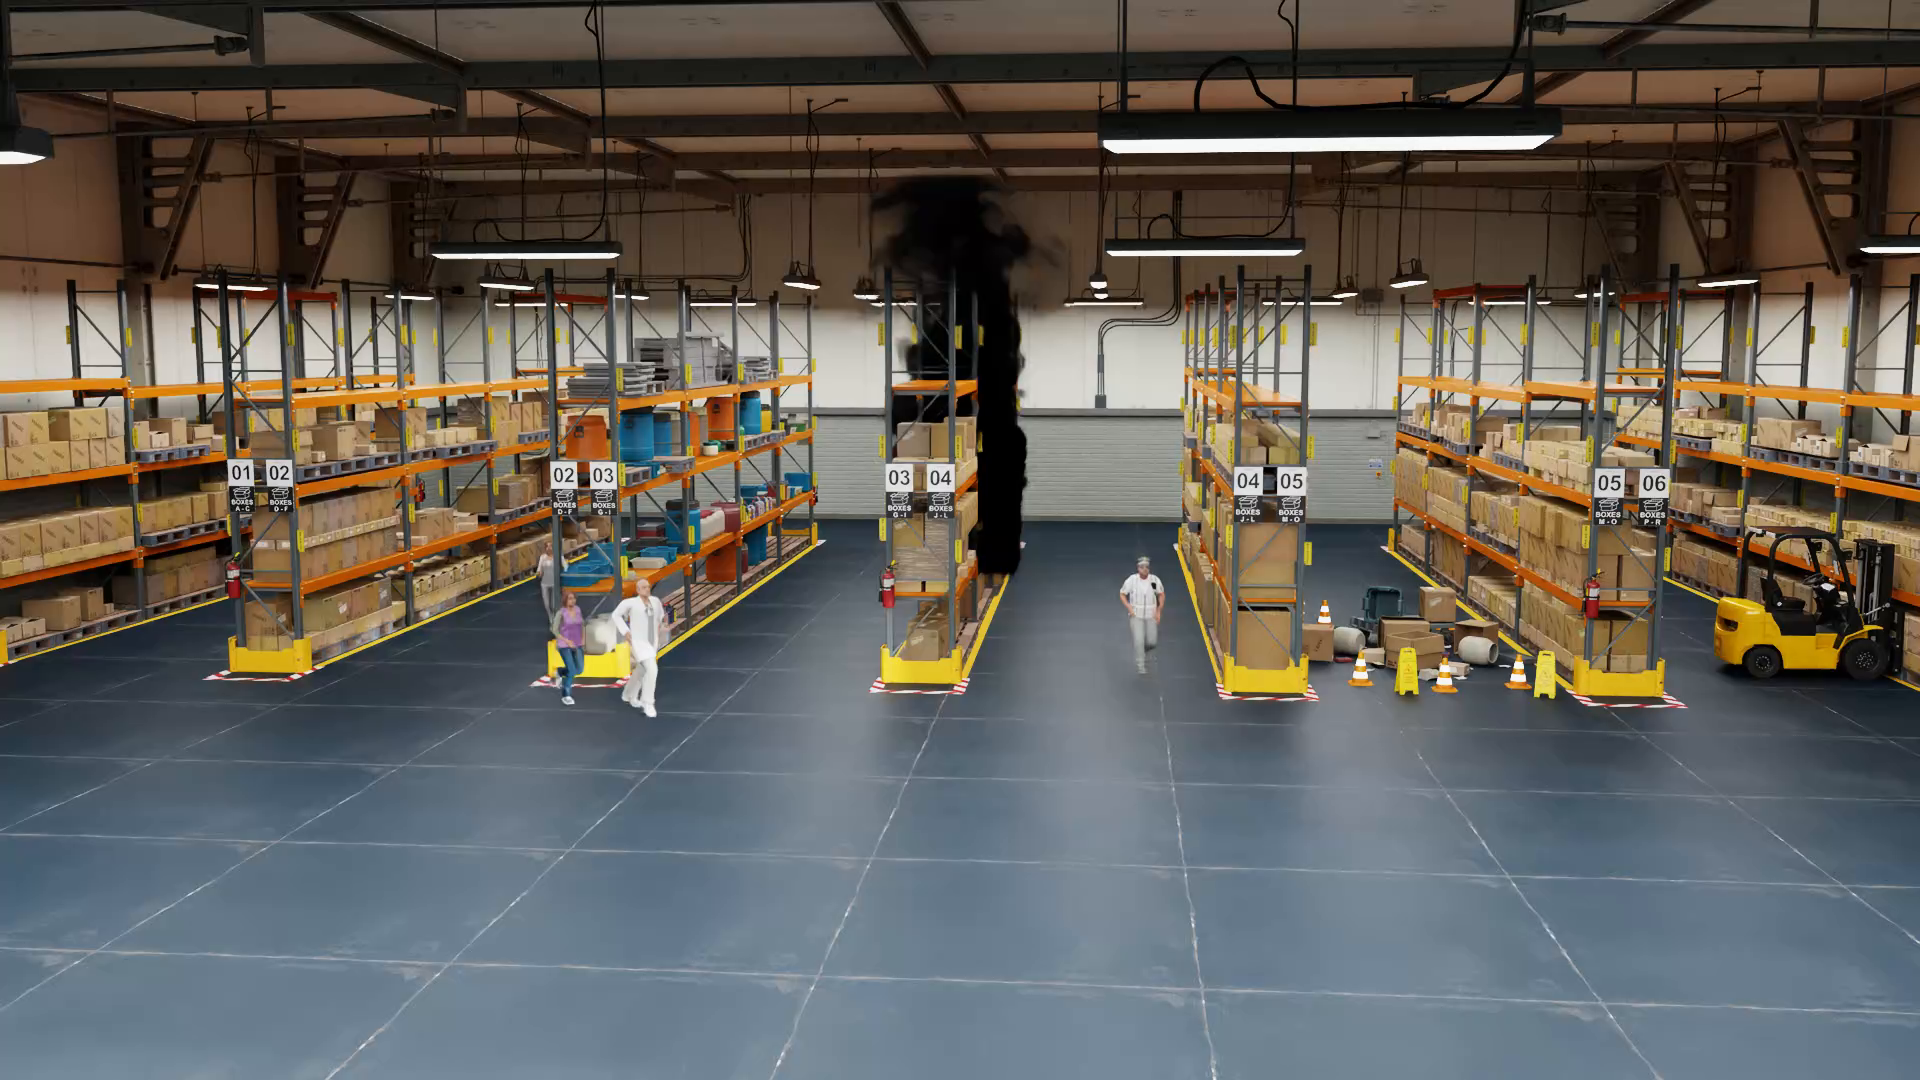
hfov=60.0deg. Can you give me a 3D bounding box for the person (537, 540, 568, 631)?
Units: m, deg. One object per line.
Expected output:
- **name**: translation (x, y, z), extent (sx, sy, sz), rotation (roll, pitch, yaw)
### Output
- **person**: translation (-6.960, 0.789, 28.287), extent (0.524, 1.558, 0.537), rotation (1, 7, 4)

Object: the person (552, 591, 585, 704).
- **person**: translation (-5.379, 1.468, 22.898), extent (0.614, 1.568, 0.568), rotation (6, 9, 42)

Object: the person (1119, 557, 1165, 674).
- **person**: translation (2.701, 1.102, 24.653), extent (0.681, 1.727, 0.601), rotation (0, 7, -3)

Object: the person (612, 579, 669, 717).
- **person**: translation (-4.234, 1.436, 22.296), extent (0.847, 1.853, 0.665), rotation (5, 9, 36)
